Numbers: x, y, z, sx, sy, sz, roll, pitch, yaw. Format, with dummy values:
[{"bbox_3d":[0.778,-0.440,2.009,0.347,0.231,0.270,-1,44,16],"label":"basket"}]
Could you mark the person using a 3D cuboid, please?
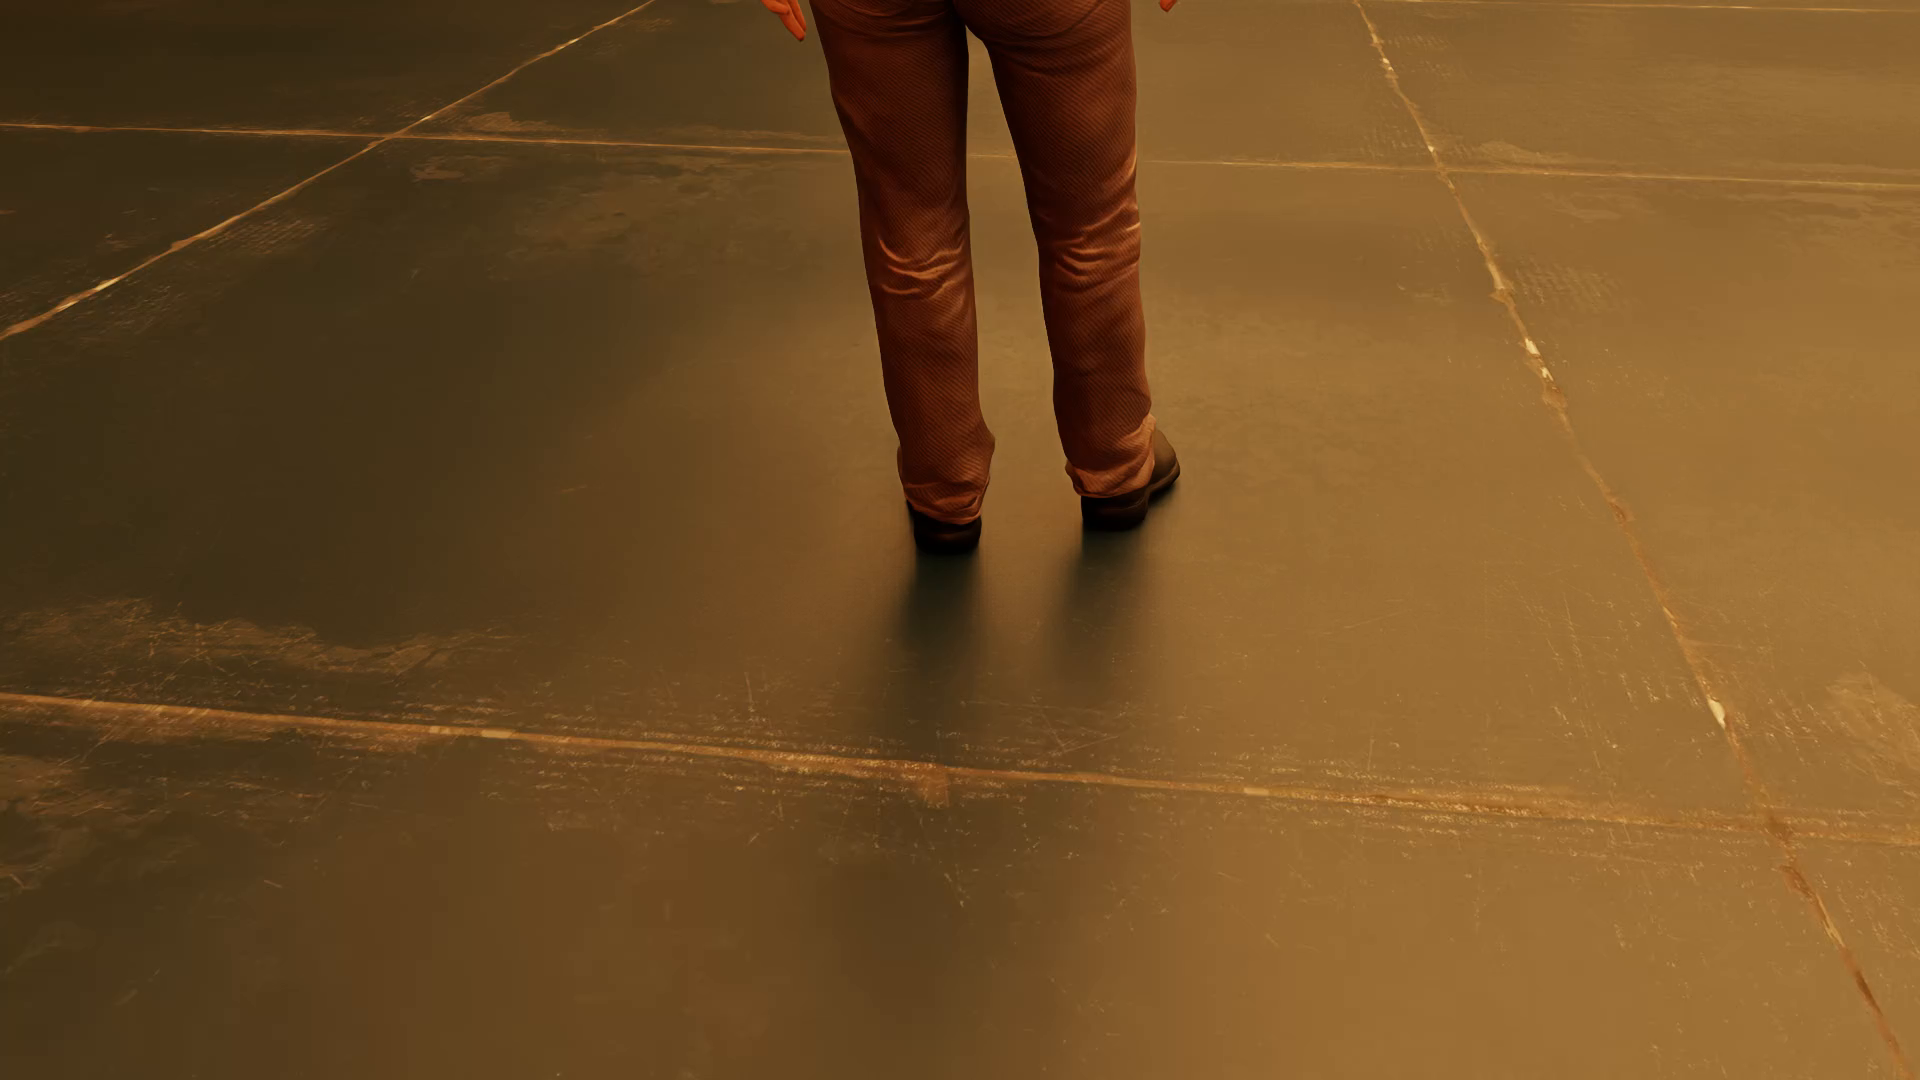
[{"bbox_3d":[0.016,-0.804,2.166,0.632,1.720,0.568,3,27,7],"label":"person"}]
